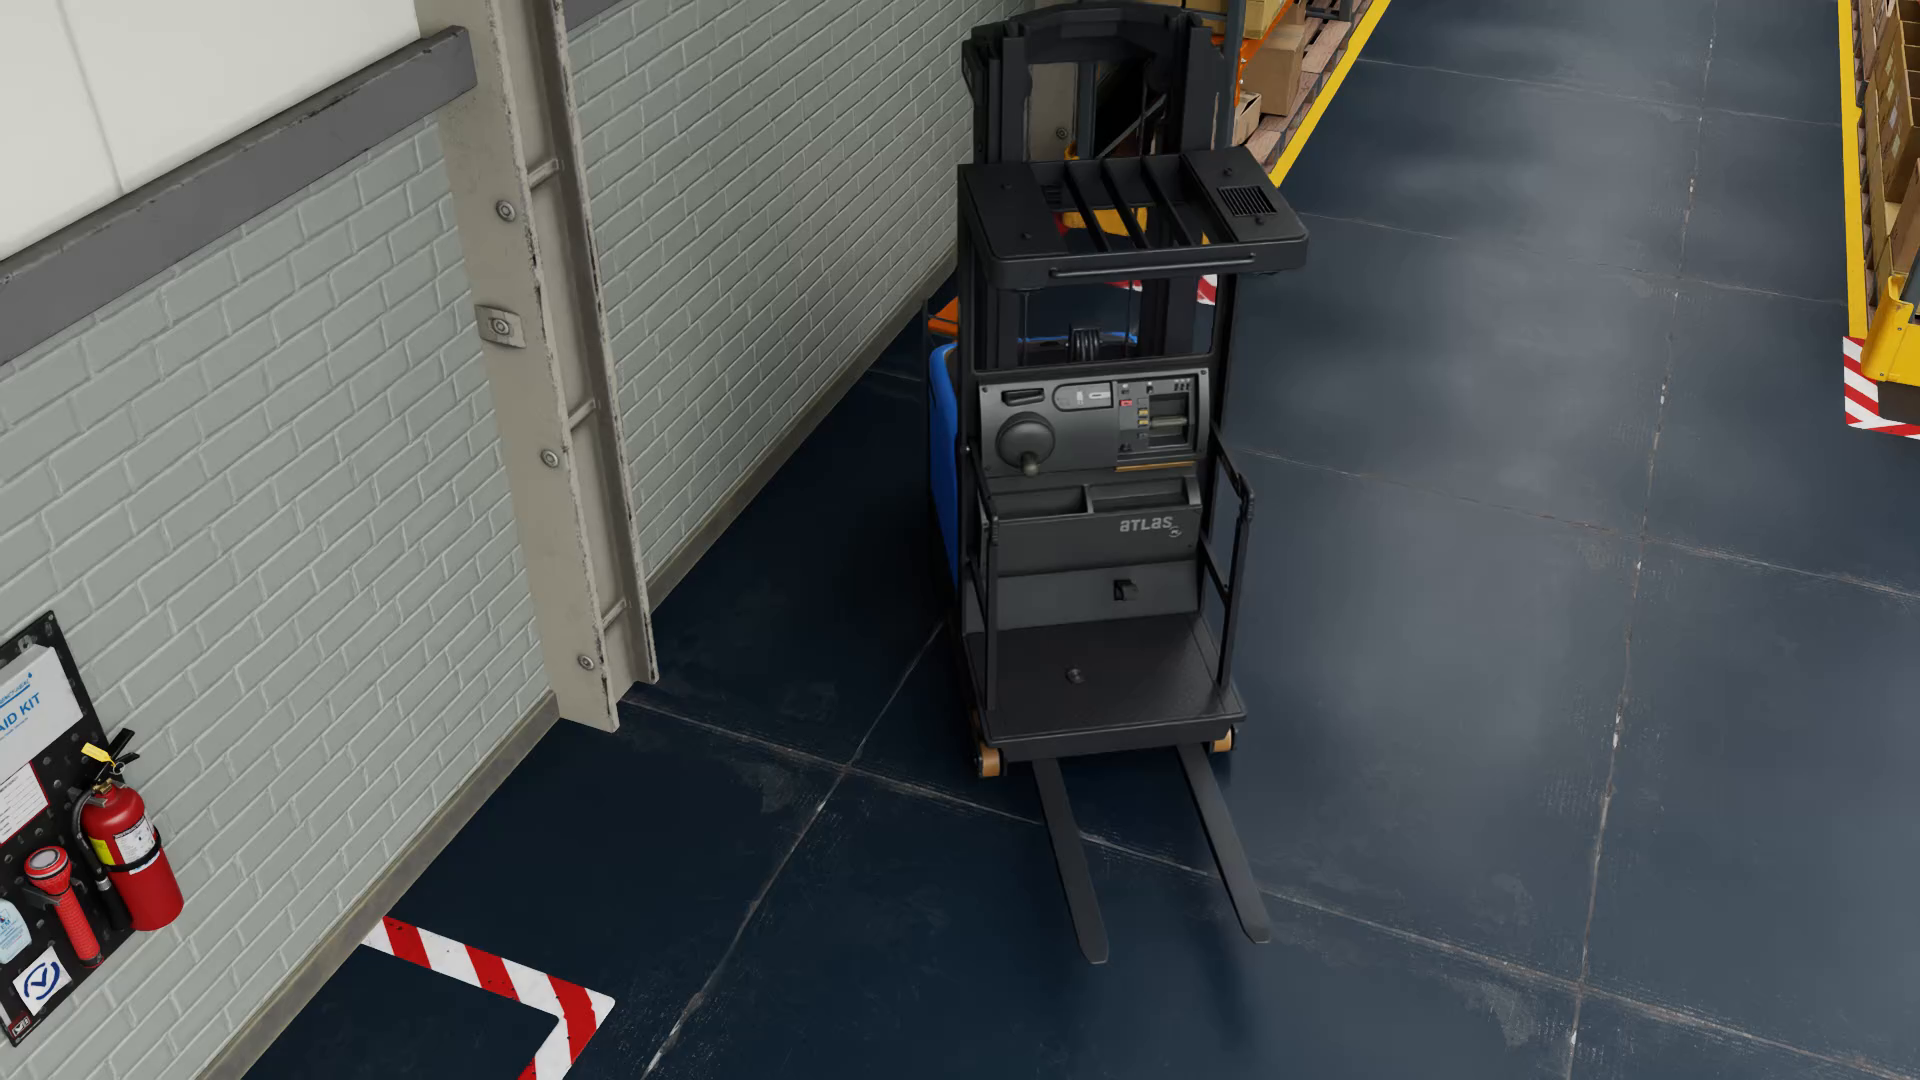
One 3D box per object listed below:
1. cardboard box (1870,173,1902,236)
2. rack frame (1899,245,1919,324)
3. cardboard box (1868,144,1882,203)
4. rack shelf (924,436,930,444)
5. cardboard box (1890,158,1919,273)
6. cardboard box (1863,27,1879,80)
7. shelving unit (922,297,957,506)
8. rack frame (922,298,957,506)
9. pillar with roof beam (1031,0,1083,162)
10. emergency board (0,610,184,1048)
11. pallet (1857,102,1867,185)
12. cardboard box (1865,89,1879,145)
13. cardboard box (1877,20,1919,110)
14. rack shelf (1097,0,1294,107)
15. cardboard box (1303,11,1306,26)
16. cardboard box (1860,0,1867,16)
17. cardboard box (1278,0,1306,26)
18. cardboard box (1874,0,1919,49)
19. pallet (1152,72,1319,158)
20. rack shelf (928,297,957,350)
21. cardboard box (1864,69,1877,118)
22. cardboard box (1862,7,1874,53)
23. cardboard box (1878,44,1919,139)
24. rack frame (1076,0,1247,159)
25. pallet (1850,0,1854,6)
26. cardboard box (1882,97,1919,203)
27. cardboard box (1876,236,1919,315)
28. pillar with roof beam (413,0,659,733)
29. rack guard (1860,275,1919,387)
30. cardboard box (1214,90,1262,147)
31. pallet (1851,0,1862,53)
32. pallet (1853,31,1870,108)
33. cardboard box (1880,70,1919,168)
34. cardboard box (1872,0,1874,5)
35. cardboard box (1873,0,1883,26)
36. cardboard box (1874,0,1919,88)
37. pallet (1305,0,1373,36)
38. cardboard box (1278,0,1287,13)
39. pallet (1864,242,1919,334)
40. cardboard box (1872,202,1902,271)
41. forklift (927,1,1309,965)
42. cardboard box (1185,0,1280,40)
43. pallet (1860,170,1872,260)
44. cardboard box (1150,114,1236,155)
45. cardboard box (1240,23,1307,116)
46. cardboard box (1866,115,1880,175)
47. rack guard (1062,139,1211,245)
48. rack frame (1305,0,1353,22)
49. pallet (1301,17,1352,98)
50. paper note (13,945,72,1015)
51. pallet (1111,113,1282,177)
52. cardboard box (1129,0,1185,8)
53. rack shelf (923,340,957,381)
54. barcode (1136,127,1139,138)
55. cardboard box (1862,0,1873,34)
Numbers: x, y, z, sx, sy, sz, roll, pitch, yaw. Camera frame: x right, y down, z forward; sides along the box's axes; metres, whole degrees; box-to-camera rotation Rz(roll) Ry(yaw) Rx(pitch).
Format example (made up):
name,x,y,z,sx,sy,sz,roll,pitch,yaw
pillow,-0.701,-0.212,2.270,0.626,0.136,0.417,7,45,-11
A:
name,x,y,z,sx,sy,sz,roll,pitch,yaw
cardboard box,6.124,-2.106,10.610,0.500,0.250,0.500,14,39,18
rack frame,5.825,-2.118,8.680,1.000,3.000,0.127,14,39,18
cardboard box,6.316,-2.383,10.980,0.500,0.250,0.500,14,39,18
rack shelf,0.048,-0.541,8.518,0.258,0.148,0.480,18,41,23
cardboard box,5.754,-1.850,9.641,0.500,0.500,0.500,14,39,18
cardboard box,7.237,-3.695,12.736,0.500,0.250,0.500,13,39,17
shelving unit,0.048,-0.754,8.359,0.258,1.200,0.503,18,41,23
rack frame,-0.070,-0.627,8.188,0.240,1.200,0.015,18,41,23
pillar with roof beam,4.690,-5.251,7.861,9.100,9.000,0.400,14,39,18
emergency board,-2.549,0.852,4.706,0.194,1.169,0.643,14,39,18
pallet,7.006,-2.785,11.901,1.003,0.211,1.213,14,39,18
cardboard box,6.695,-2.936,11.721,0.500,0.250,0.500,14,39,18
cardboard box,6.698,-3.236,11.495,0.500,0.500,0.500,14,39,18
rack shelf,2.004,-4.064,11.884,1.077,0.370,4.000,14,39,18
cardboard box,2.589,-4.198,13.461,0.380,0.166,0.250,9,38,12
cardboard box,7.820,-4.540,13.866,0.500,0.250,0.500,15,39,19
cardboard box,2.407,-4.050,12.986,0.500,0.500,0.500,11,38,14
cardboard box,7.236,-3.914,12.560,0.500,0.311,0.500,14,39,18
pallet,2.079,-3.285,12.570,1.003,0.211,1.213,14,39,18
rack shelf,0.048,-1.069,8.123,0.258,0.148,0.480,18,41,23
cardboard box,6.890,-3.212,12.089,0.500,0.250,0.500,14,39,18
cardboard box,7.431,-3.975,13.110,0.500,0.250,0.500,13,39,17
cardboard box,6.501,-2.961,11.127,0.500,0.500,0.500,14,39,18
rack frame,1.243,-3.245,10.187,1.000,3.000,0.127,14,39,18
pallet,8.520,-4.984,14.843,1.003,0.211,1.213,14,39,18
cardboard box,6.121,-2.407,10.386,0.500,0.500,0.500,14,39,18
cardboard box,5.756,-1.549,9.865,0.500,0.250,0.500,14,39,18
pillar with roof beam,2.407,-1.930,3.417,9.100,9.000,0.400,14,39,18
rack guard,5.816,-1.104,9.411,1.175,0.500,0.348,14,39,18
cardboard box,1.806,-3.022,11.768,0.500,0.311,0.500,17,40,21
pallet,8.054,-4.311,13.942,1.003,0.211,1.213,14,39,18
pallet,7.591,-3.633,13.035,1.003,0.211,1.213,14,39,18
cardboard box,6.312,-2.684,10.756,0.500,0.500,0.500,14,39,18
cardboard box,7.620,-4.479,13.316,0.500,0.311,0.500,14,39,18
cardboard box,7.428,-4.203,12.947,0.500,0.311,0.500,15,39,19
cardboard box,6.881,-3.515,11.868,0.500,0.500,0.500,14,39,18
pallet,3.060,-4.774,14.562,1.003,0.211,1.213,14,39,18
cardboard box,1.906,-3.681,10.880,0.500,0.250,0.500,13,39,16
pallet,6.077,-1.434,10.094,1.003,0.211,1.213,14,39,18
cardboard box,5.935,-1.829,10.239,0.500,0.250,0.500,14,39,18
forklift,0.571,-0.404,6.444,1.130,2.935,3.031,-5,37,-7
cardboard box,1.722,-3.390,10.491,0.500,0.250,0.500,13,39,16
pallet,6.543,-2.107,10.995,1.003,0.211,1.213,14,39,18
cardboard box,1.589,-2.706,11.345,0.500,0.311,0.500,10,38,13
cardboard box,2.131,-3.493,12.239,0.700,0.500,0.500,11,38,15
cardboard box,6.500,-2.661,11.352,0.500,0.250,0.500,14,39,18
rack guard,1.272,-2.285,10.992,1.175,0.500,0.348,14,39,18
rack frame,2.765,-5.459,13.150,1.000,3.000,0.127,14,39,18
pallet,2.542,-3.962,13.476,1.003,0.211,1.213,14,39,18
paper note,-2.681,1.287,4.859,0.016,0.148,0.142,14,39,18
pallet,1.613,-2.612,11.669,1.003,0.211,1.213,14,39,18
cardboard box,1.241,-3.496,10.631,0.500,0.250,0.500,14,39,18
rack shelf,0.048,-0.880,8.265,0.258,0.148,0.480,18,41,23
barcode,1.226,-2.811,11.478,0.001,0.075,0.075,14,39,18
cardboard box,7.625,-4.258,13.489,0.500,0.250,0.500,15,39,19
